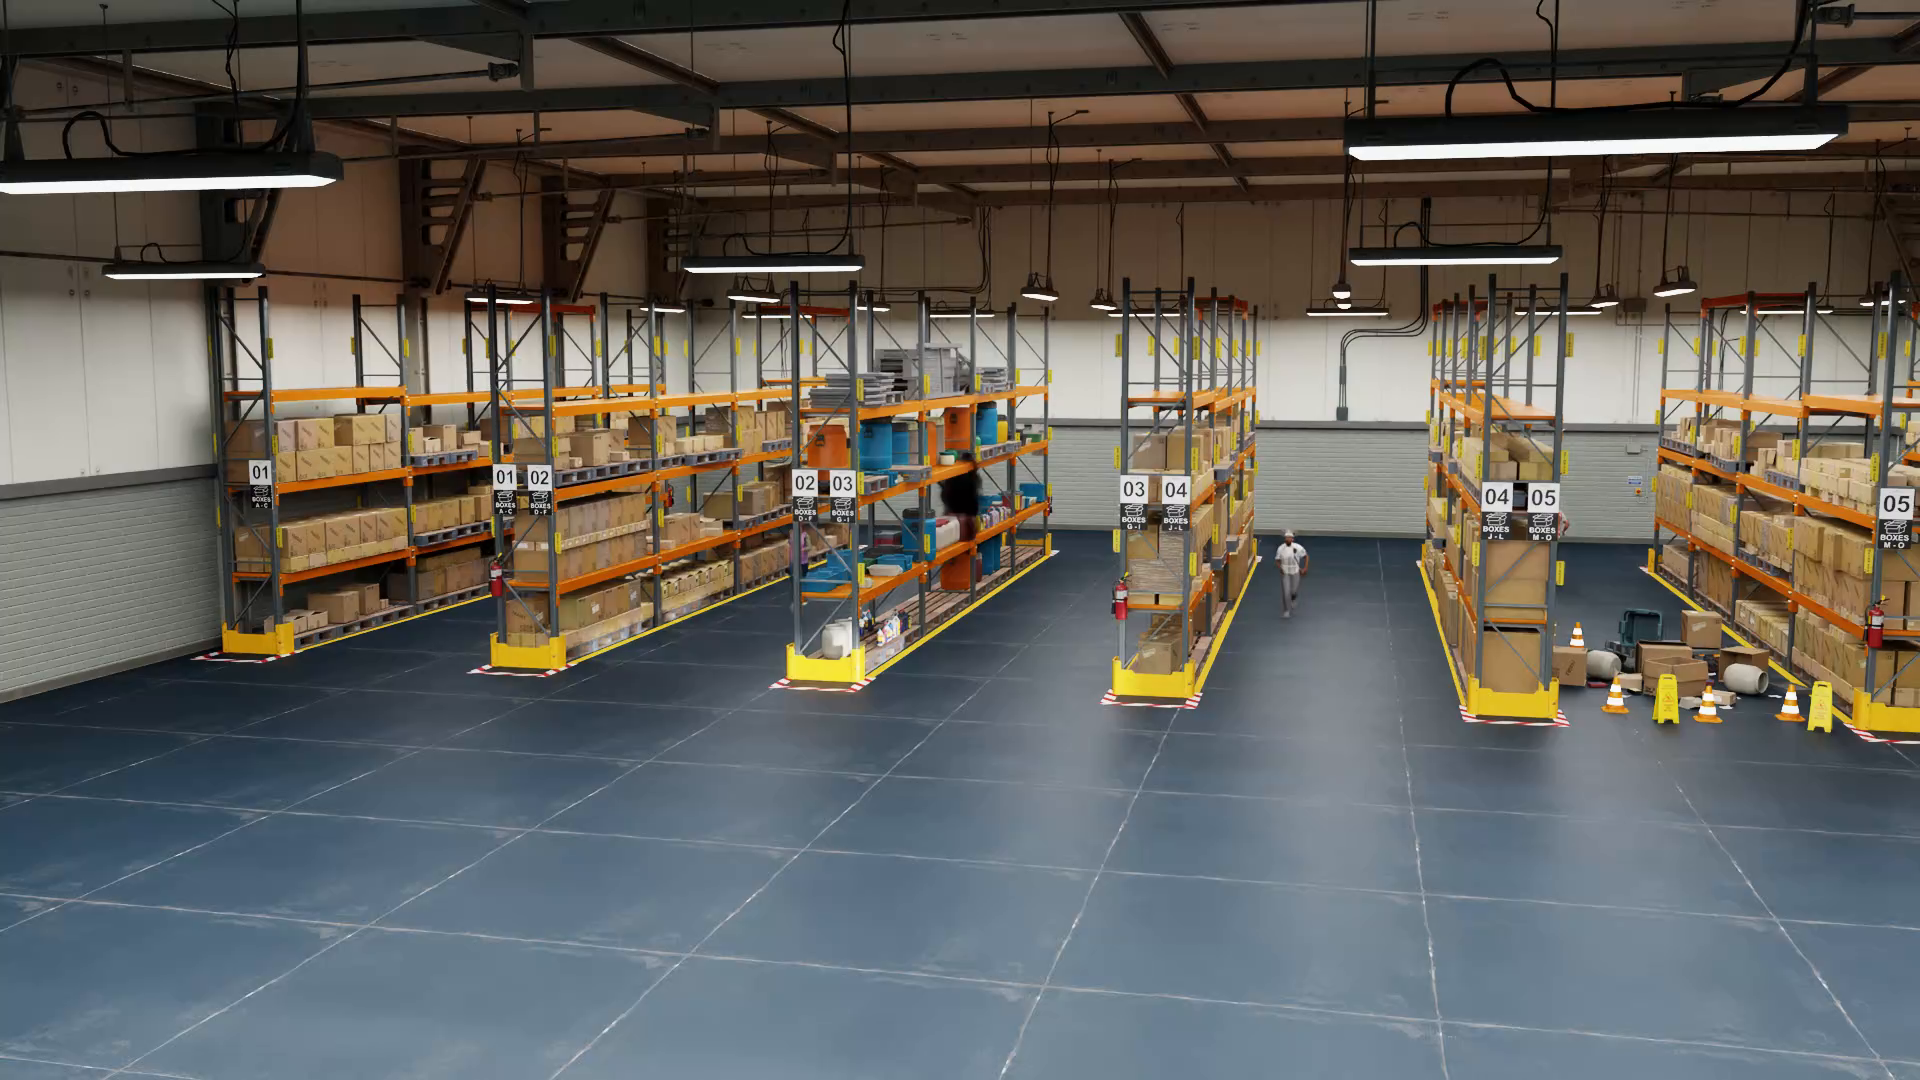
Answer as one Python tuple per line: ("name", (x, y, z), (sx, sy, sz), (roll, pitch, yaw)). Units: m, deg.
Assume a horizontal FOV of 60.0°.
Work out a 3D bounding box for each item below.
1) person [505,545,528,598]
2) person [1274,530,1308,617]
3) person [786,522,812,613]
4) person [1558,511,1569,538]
("person", (-8.197, 0.674, 30.957), (0.615, 1.606, 0.642), (0, 7, 1))
("person", (6.162, 0.631, 31.004), (0.607, 1.662, 0.597), (2, 7, 17))
("person", (-2.930, 0.451, 30.195), (0.510, 1.672, 0.698), (1, 7, 7))
("person", (12.739, -0.039, 35.931), (0.659, 1.768, 1.005), (0, 7, -3))
